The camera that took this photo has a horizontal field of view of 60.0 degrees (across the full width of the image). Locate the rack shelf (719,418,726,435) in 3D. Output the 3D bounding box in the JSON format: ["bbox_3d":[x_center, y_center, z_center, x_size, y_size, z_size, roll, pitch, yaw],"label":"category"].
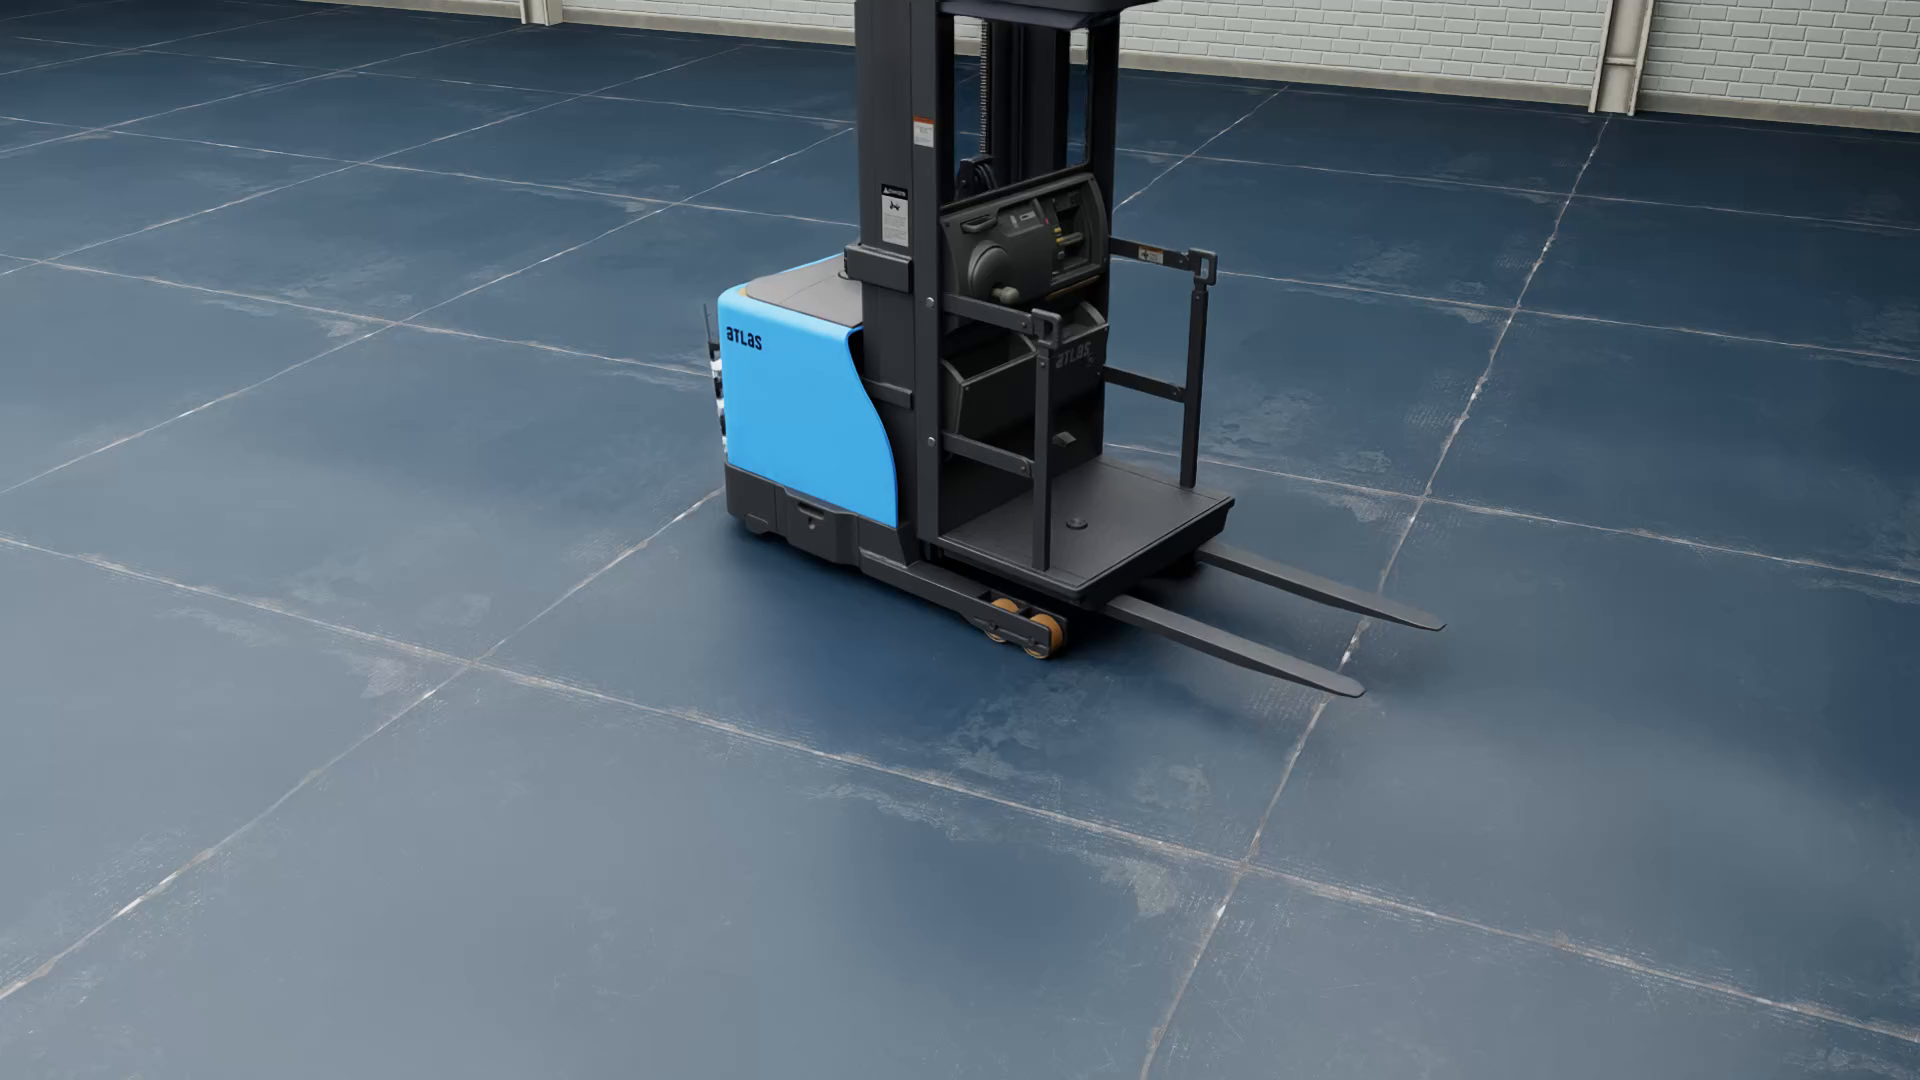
[{"bbox_3d":[-0.936,-0.546,7.595,0.200,0.077,0.258,10,27,33],"label":"rack shelf"}]

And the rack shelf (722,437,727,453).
[{"bbox_3d":[-0.928,-0.463,7.630,0.200,0.077,0.258,10,27,33],"label":"rack shelf"}]

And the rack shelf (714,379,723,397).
[{"bbox_3d":[-0.952,-0.711,7.526,0.200,0.077,0.258,10,27,33],"label":"rack shelf"}]

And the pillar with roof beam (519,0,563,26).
[{"bbox_3d":[-6.722,-8.439,14.203,0.400,9.000,9.100,11,28,22],"label":"pillar with roof beam"}]

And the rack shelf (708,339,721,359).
[{"bbox_3d":[-0.968,-0.876,7.457,0.200,0.077,0.258,10,27,33],"label":"rack shelf"}]

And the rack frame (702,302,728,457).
[{"bbox_3d":[-1.030,-0.674,7.604,0.006,0.900,0.240,10,27,33],"label":"rack frame"}]

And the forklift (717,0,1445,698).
[{"bbox_3d":[0.420,-1.126,6.220,3.031,2.935,1.130,21,33,36],"label":"forklift"}]

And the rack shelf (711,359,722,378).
[{"bbox_3d":[-0.960,-0.794,7.492,0.200,0.077,0.258,10,27,33],"label":"rack shelf"}]

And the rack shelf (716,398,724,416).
[{"bbox_3d":[-0.944,-0.628,7.561,0.200,0.077,0.258,10,27,33],"label":"rack shelf"}]

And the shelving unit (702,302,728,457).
[{"bbox_3d":[-0.947,-0.659,7.548,0.210,0.900,0.258,10,27,33],"label":"shelving unit"}]

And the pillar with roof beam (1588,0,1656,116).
[{"bbox_3d":[4.202,-6.245,9.746,0.400,9.000,9.100,11,28,22],"label":"pillar with roof beam"}]
